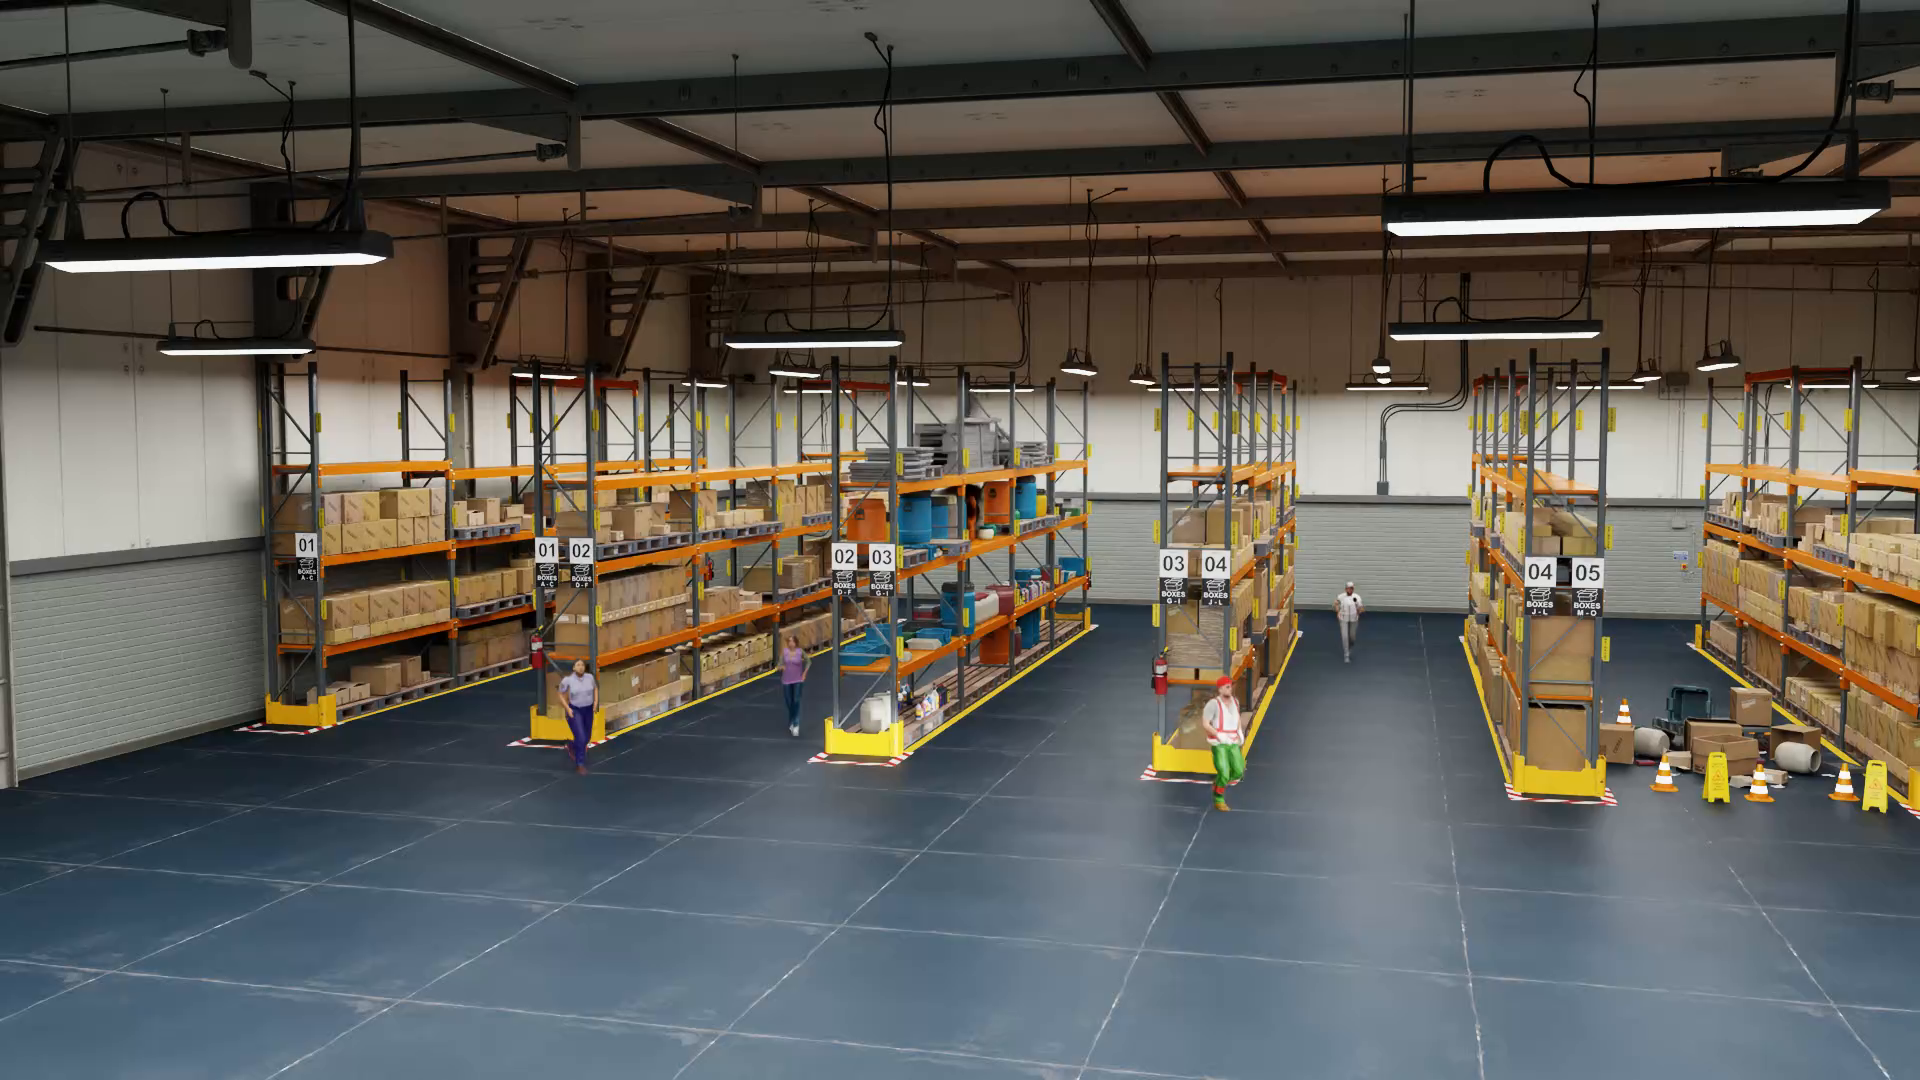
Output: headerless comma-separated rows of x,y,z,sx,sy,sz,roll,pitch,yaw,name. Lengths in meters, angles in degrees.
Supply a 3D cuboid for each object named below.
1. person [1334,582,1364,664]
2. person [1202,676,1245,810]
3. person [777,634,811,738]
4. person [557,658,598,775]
8.190,1.724,35.025,0.608,1.666,0.903,1,4,9,person
3.426,2.621,21.496,0.681,1.739,0.624,-2,5,-32,person
-2.677,2.329,26.649,0.514,1.639,0.662,0,4,6,person
-5.515,2.511,23.990,0.605,1.655,0.746,-3,5,-38,person
